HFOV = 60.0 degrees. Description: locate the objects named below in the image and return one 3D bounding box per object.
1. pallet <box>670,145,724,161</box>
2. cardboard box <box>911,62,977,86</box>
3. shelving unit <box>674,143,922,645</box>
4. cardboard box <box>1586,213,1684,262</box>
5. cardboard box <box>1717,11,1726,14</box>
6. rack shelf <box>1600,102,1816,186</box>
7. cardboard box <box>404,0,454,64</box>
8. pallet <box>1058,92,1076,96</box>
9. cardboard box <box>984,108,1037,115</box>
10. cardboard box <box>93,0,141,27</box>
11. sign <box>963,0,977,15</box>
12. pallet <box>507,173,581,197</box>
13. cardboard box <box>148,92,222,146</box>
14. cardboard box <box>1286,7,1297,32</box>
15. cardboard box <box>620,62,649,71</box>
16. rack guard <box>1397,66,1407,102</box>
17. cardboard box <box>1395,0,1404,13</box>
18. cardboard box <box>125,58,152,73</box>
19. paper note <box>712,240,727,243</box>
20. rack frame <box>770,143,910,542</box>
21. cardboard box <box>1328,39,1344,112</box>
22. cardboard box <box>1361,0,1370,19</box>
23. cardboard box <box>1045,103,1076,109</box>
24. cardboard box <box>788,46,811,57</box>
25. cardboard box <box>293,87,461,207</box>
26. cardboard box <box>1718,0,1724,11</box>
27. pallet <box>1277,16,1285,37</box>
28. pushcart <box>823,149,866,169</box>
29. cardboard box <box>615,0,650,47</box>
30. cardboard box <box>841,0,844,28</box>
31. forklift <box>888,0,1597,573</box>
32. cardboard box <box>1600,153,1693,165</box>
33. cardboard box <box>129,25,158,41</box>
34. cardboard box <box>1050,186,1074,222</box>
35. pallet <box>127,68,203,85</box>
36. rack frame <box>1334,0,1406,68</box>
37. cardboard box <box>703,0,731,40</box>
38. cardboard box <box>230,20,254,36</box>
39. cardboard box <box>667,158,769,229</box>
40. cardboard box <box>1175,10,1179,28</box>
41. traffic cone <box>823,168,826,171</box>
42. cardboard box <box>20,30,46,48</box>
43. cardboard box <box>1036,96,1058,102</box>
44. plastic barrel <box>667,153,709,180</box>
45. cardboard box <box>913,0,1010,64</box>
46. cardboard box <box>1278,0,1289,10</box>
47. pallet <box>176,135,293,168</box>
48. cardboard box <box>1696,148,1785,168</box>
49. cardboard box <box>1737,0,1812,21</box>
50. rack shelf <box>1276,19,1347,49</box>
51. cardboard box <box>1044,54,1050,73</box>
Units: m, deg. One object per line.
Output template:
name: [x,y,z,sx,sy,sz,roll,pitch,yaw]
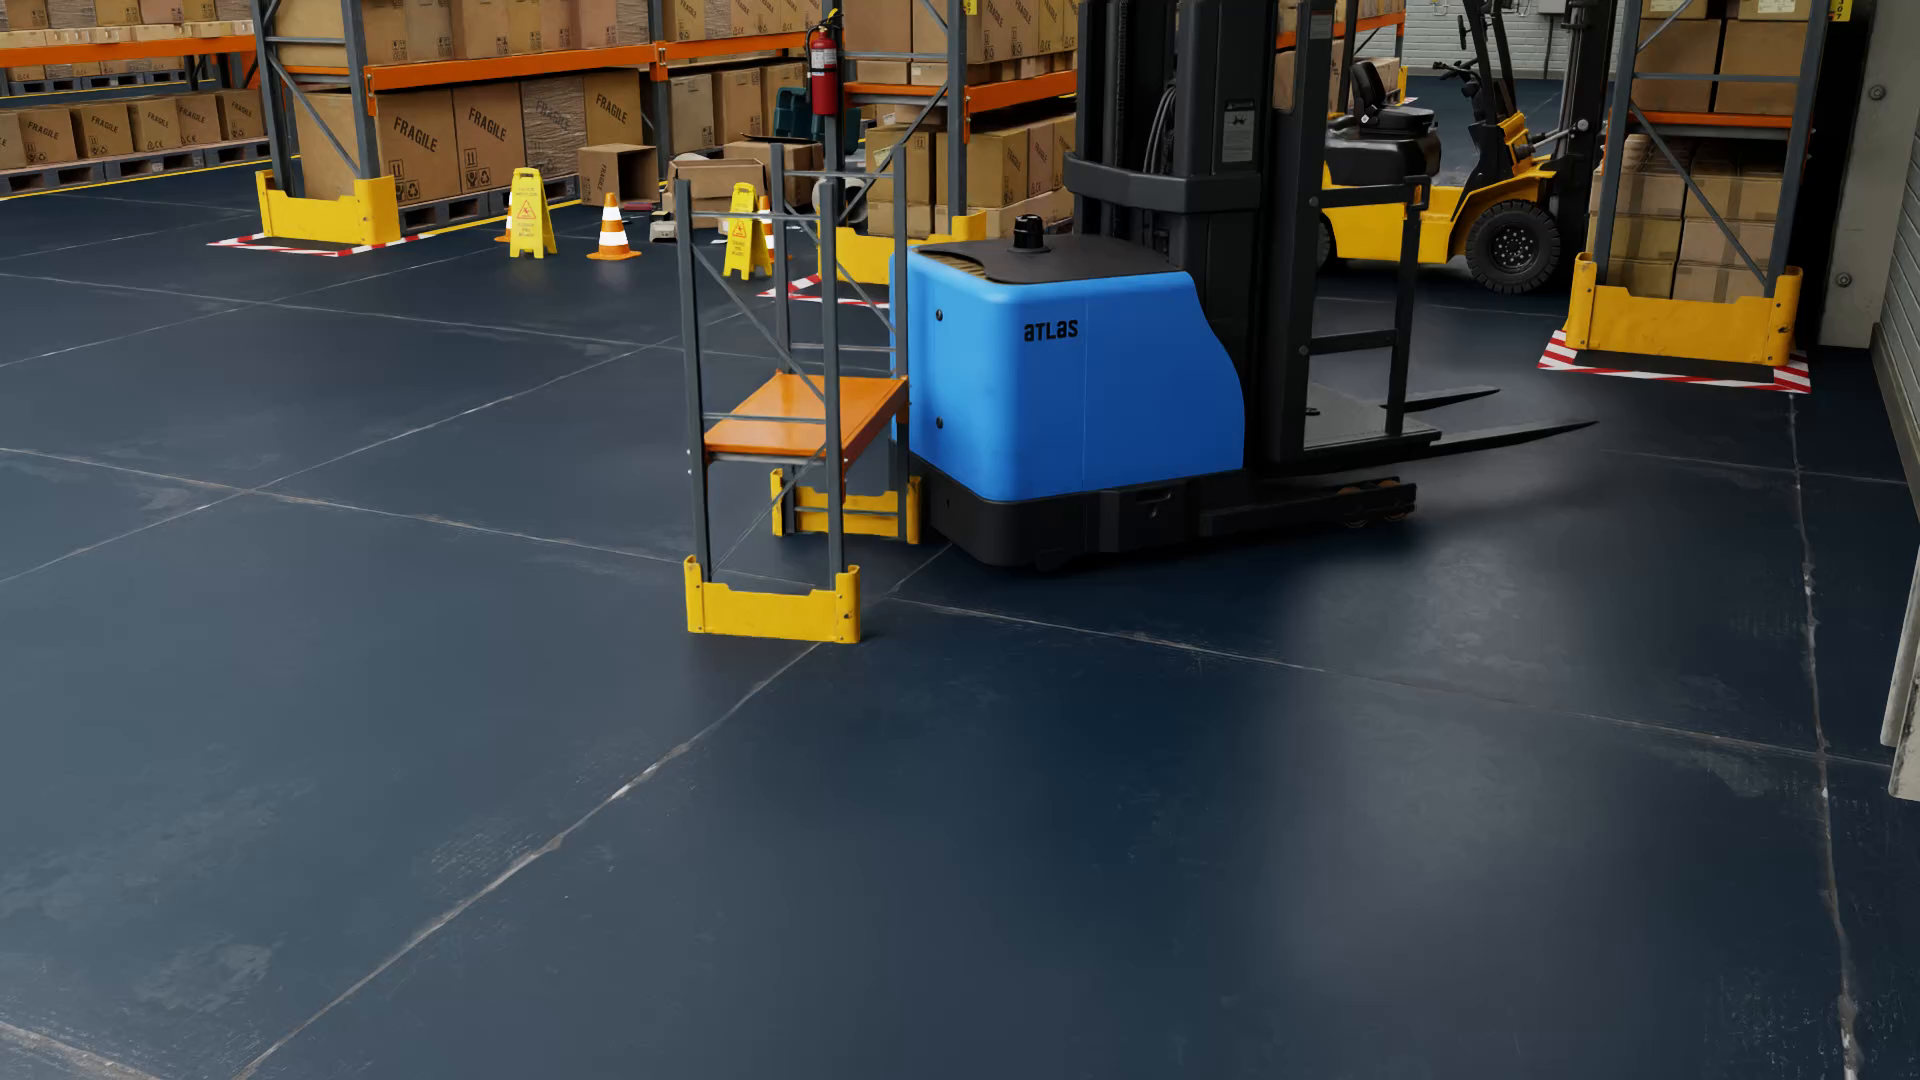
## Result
pallet: [-3.106,-3.986,17.362,1.003,0.211,1.213,9,21,23]
cardboard box: [-0.106,-3.140,11.196,0.380,0.149,0.250,9,21,23]
shelving unit: [-0.533,-0.555,5.792,0.587,1.500,1.083,4,20,10]
cardboard box: [4.010,-1.832,9.875,0.500,0.250,0.500,8,21,22]
cardboard box: [4.488,-3.050,10.420,0.500,0.500,0.500,8,21,22]
rack shelf: [4.915,-2.775,10.869,1.077,0.370,4.000,9,21,23]
cardboard box: [-4.676,-4.192,13.557,0.875,0.550,0.550,9,21,23]
pallet: [1.164,-7.142,26.235,1.003,0.211,1.213,9,21,23]
cardboard box: [0.294,-3.194,13.332,0.500,0.500,0.500,10,22,26]
cardboard box: [-8.670,-5.362,16.475,0.875,0.500,0.500,9,21,23]
sign: [0.061,-3.516,10.587,0.100,0.325,0.005,9,21,23]
pallet: [-3.736,-3.518,16.047,1.003,0.211,1.213,9,21,23]
cardboard box: [-8.265,-4.492,17.728,0.500,0.500,0.500,17,26,40]
cardboard box: [3.466,-5.832,18.615,0.500,0.250,0.500,8,21,21]
cardboard box: [-5.170,-6.936,24.039,1.225,0.875,0.875,8,21,21]
rack guard: [6.128,-6.903,25.134,1.175,0.500,0.348,9,21,23]
cardboard box: [6.162,-7.937,24.161,0.500,0.500,0.500,9,21,23]
cardboard box: [-13.954,-8.107,27.863,0.500,0.500,0.500,9,21,23]
paper note: [-1.863,-2.346,13.020,0.148,0.019,0.142,1,20,4]
rack frame: [-0.442,-0.720,6.254,0.500,1.500,0.032,4,20,10]
cardboard box: [4.299,-5.847,20.978,0.875,0.875,0.875,9,22,24]
cardboard box: [5.121,-7.159,21.973,0.500,0.500,0.500,9,21,23]
cardboard box: [1.000,-3.288,13.595,0.500,0.500,0.500,9,21,24]
cardboard box: [-3.112,-8.424,28.223,0.875,0.875,0.875,9,21,23]
cardboard box: [-4.774,-3.244,13.659,0.875,0.875,0.875,9,21,23]
cardboard box: [4.670,-3.459,10.602,0.380,0.149,0.250,8,21,22]
pallet: [2.647,-5.305,17.197,1.213,0.211,1.003,9,21,23]
pushcart: [-0.897,-3.468,15.656,1.648,0.377,0.936,1,20,4]
cardboard box: [-3.494,-5.010,15.856,0.875,0.550,0.550,9,21,23]
cardboard box: [-1.655,-6.149,19.134,0.500,0.500,0.500,9,21,23]
forklift: [1.269,-1.577,6.529,3.031,2.935,1.130,-9,21,-23]
cardboard box: [4.204,-2.217,10.210,0.500,0.250,0.500,9,21,24]
cardboard box: [-8.285,-5.084,16.663,0.380,0.149,0.250,9,21,23]
cardboard box: [0.576,-2.617,12.828,0.500,0.250,0.500,10,22,26]
pallet: [-13.896,-8.003,28.659,1.003,0.211,1.213,9,21,23]
rack frame: [6.118,-8.074,24.695,1.000,3.000,0.127,9,21,23]
cardboard box: [-2.687,-5.379,16.968,0.500,0.500,0.500,9,21,23]
cardboard box: [-7.768,-5.466,17.736,0.380,0.149,0.250,9,21,23]
cardboard box: [-2.025,-2.891,13.846,0.797,0.503,0.637,-5,20,-15]
cardboard box: [1.718,-4.611,14.705,0.380,0.149,0.250,9,21,23]
traffic cone: [-1.427,-4.061,17.198,0.336,0.463,0.334,9,21,23]
cardboard box: [-8.822,-4.706,15.600,0.380,0.149,0.250,9,21,23]
cardboard box: [0.610,-3.793,14.049,0.380,0.149,0.250,9,21,23]
plastic barrel: [-2.419,-3.283,15.067,0.421,0.421,0.512,-9,22,-24]
cardboard box: [0.013,-3.477,11.175,0.500,0.500,0.500,8,21,22]
cardboard box: [3.275,-5.914,18.100,0.500,0.250,0.500,8,21,22]
pallet: [-8.080,-4.241,18.080,1.003,0.211,1.213,9,21,23]
cardboard box: [4.881,-2.302,10.449,0.500,0.250,0.500,8,21,22]
cardboard box: [4.471,-2.924,9.096,0.380,0.149,0.250,8,21,21]
rack shelf: [3.661,-5.901,19.658,1.077,0.370,4.000,9,21,23]
cardboard box: [0.441,-3.533,12.301,0.380,0.149,0.250,9,22,25]
